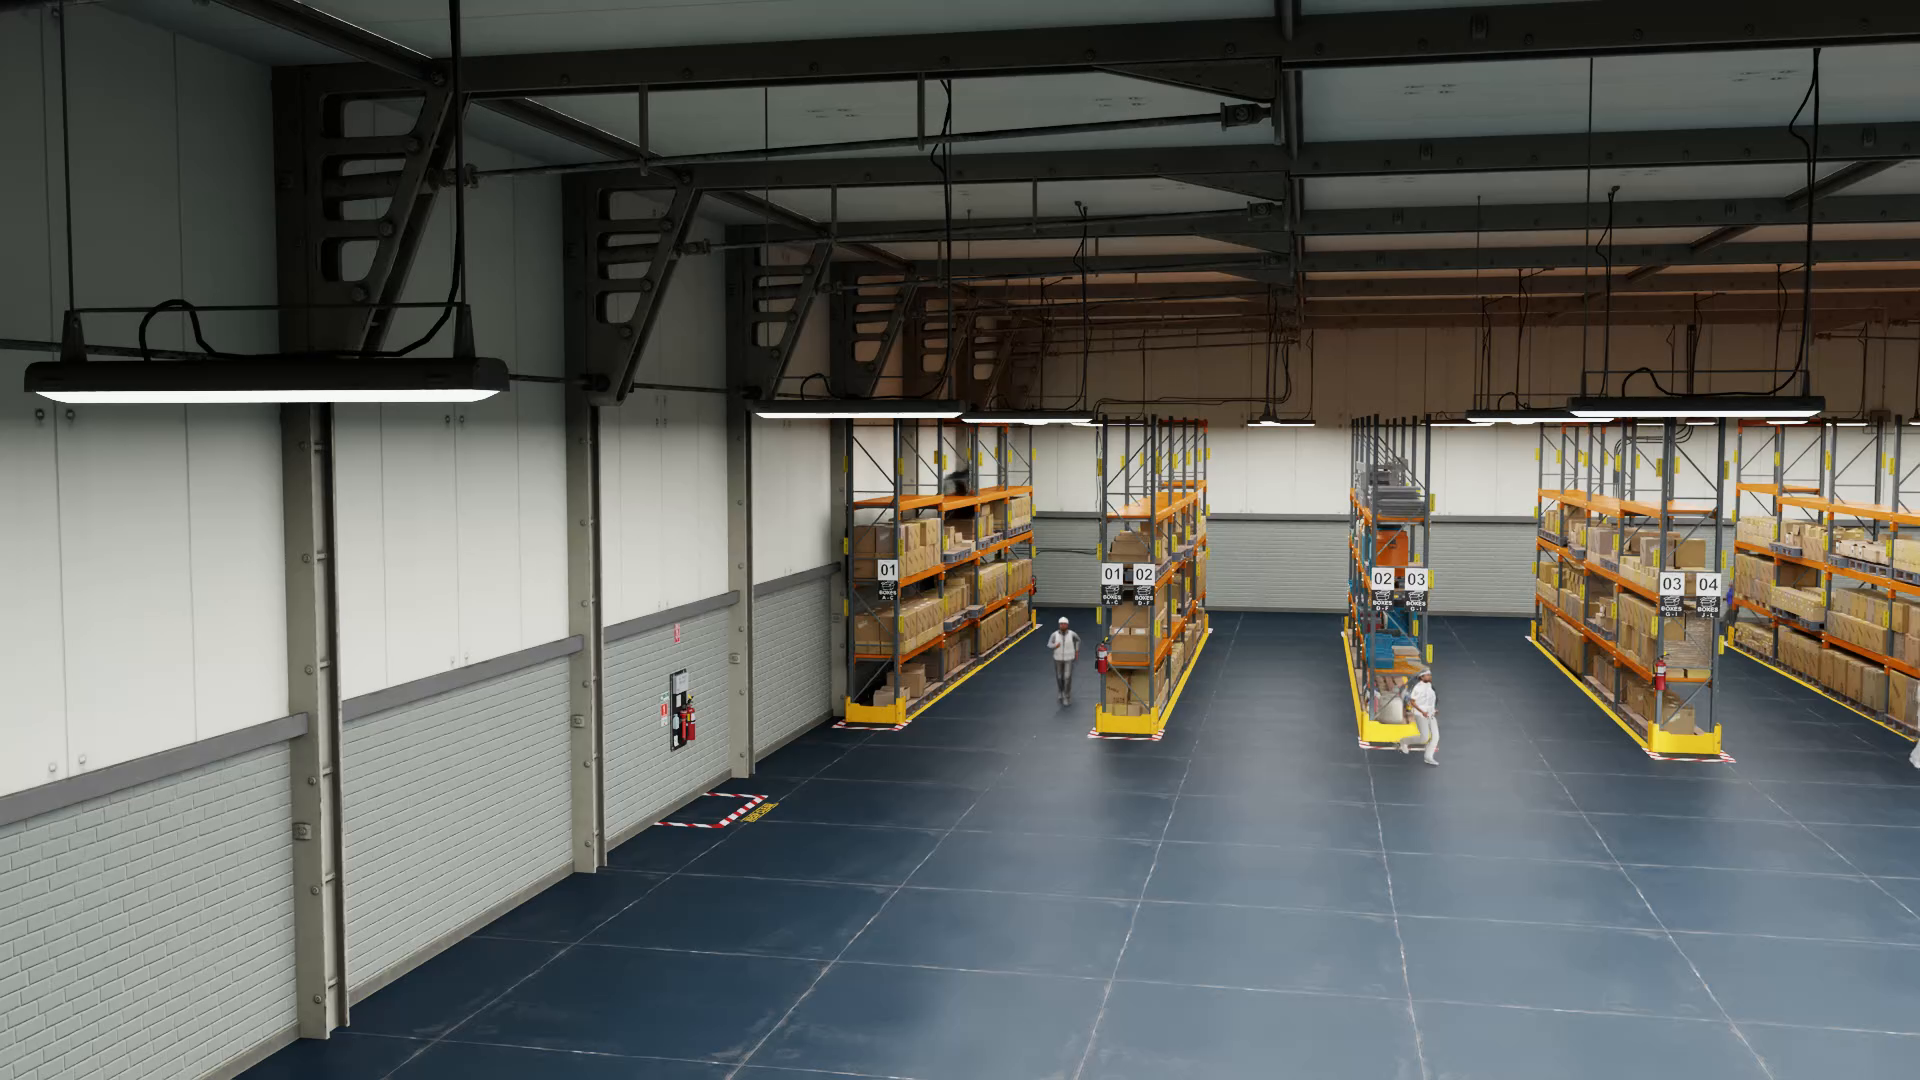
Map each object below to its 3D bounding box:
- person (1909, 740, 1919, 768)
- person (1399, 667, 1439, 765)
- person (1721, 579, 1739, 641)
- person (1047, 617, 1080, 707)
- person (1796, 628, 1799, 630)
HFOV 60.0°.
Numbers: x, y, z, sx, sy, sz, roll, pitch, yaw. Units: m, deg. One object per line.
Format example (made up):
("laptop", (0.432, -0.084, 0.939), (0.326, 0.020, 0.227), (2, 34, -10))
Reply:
("person", (16.319, 3.003, 27.782), (0.711, 1.869, 0.791), (-1, 4, -19))
("person", (7.954, 3.002, 28.585), (0.597, 1.669, 0.729), (-4, 5, -44))
("person", (20.972, 1.907, 45.122), (0.663, 1.694, 0.644), (0, 4, 5))
("person", (2.160, 2.513, 34.732), (0.658, 1.828, 0.828), (1, 4, 10))
("person", (22.381, 1.948, 44.297), (0.651, 1.634, 0.845), (0, 4, 0))
